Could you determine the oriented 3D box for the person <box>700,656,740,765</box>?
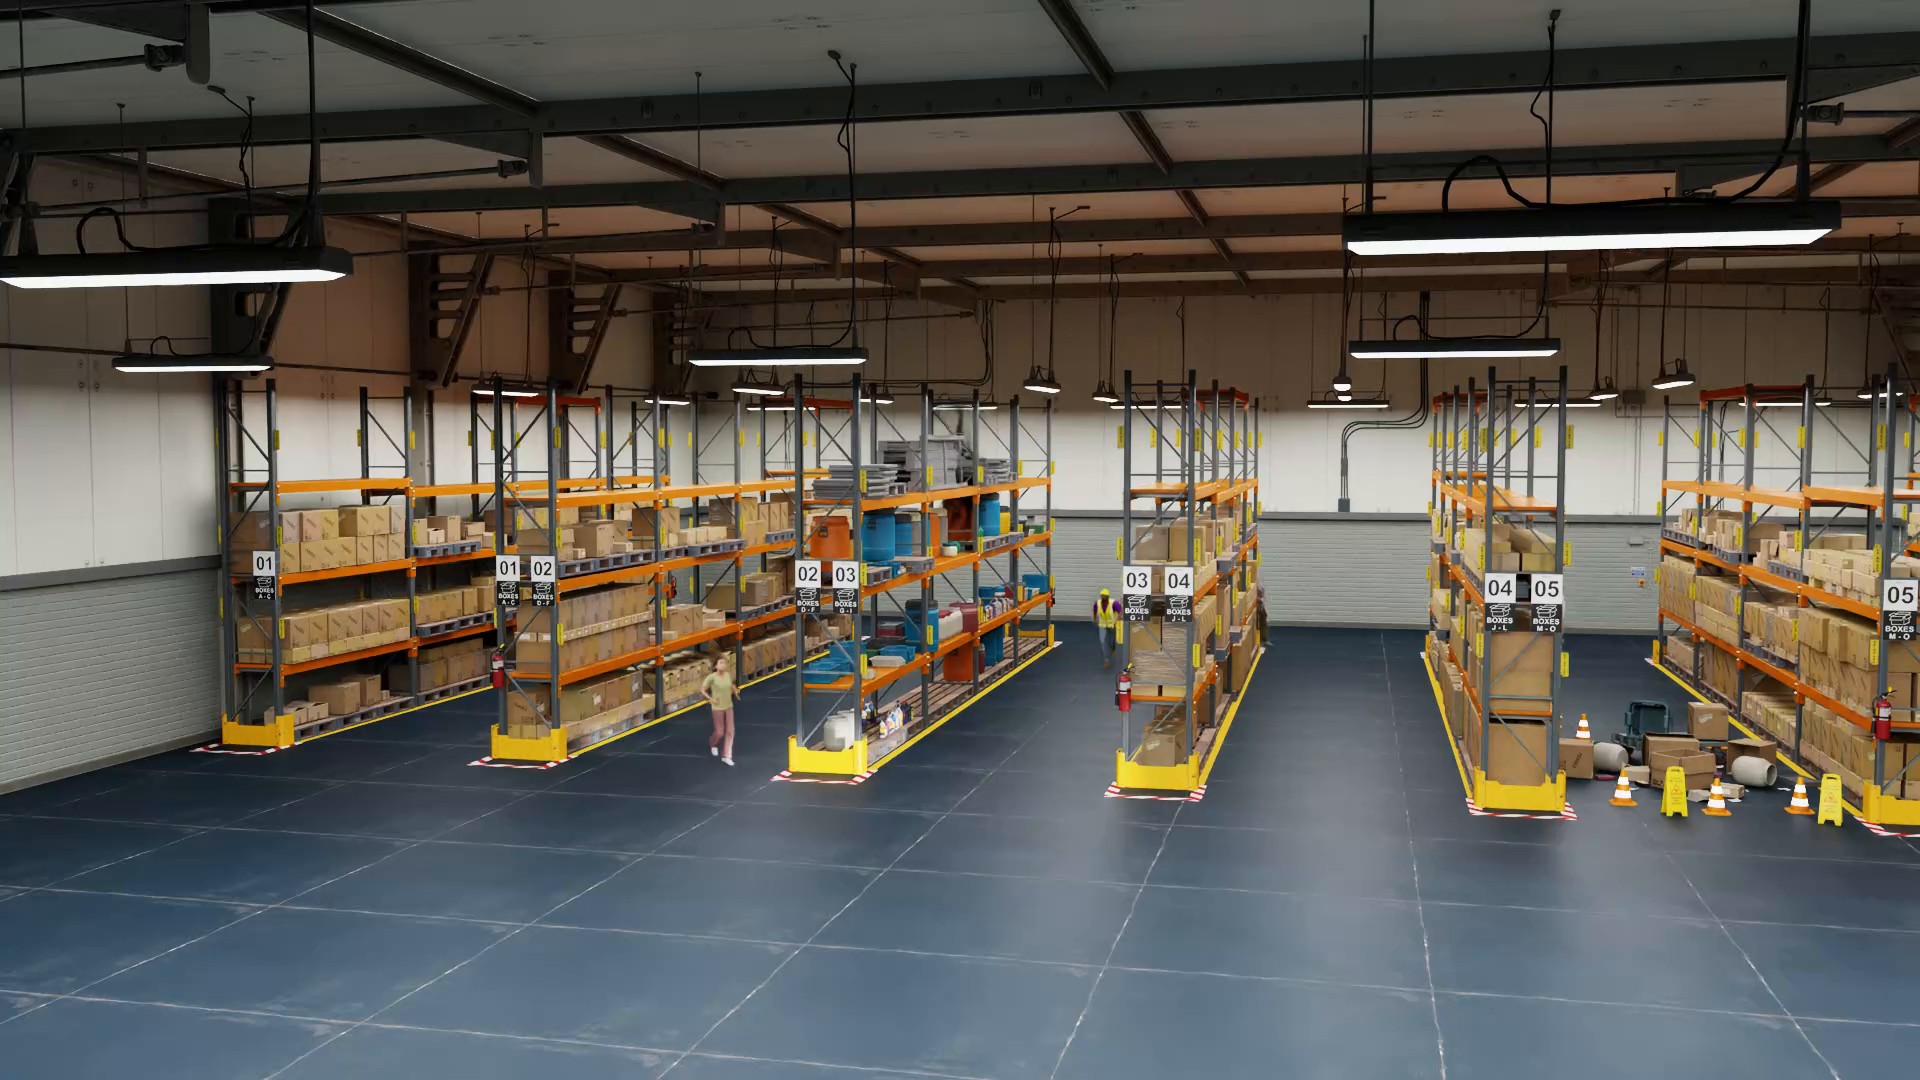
[{"bbox_3d":[-3.732,2.642,25.907,0.628,1.677,0.731,-3,4,-38],"label":"person"}]

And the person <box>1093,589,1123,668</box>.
[{"bbox_3d":[3.282,1.943,36.954,0.702,1.751,0.979,1,4,15],"label":"person"}]

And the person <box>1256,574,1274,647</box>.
[{"bbox_3d":[7.167,1.684,40.285,1.002,1.758,0.739,3,4,37],"label":"person"}]
